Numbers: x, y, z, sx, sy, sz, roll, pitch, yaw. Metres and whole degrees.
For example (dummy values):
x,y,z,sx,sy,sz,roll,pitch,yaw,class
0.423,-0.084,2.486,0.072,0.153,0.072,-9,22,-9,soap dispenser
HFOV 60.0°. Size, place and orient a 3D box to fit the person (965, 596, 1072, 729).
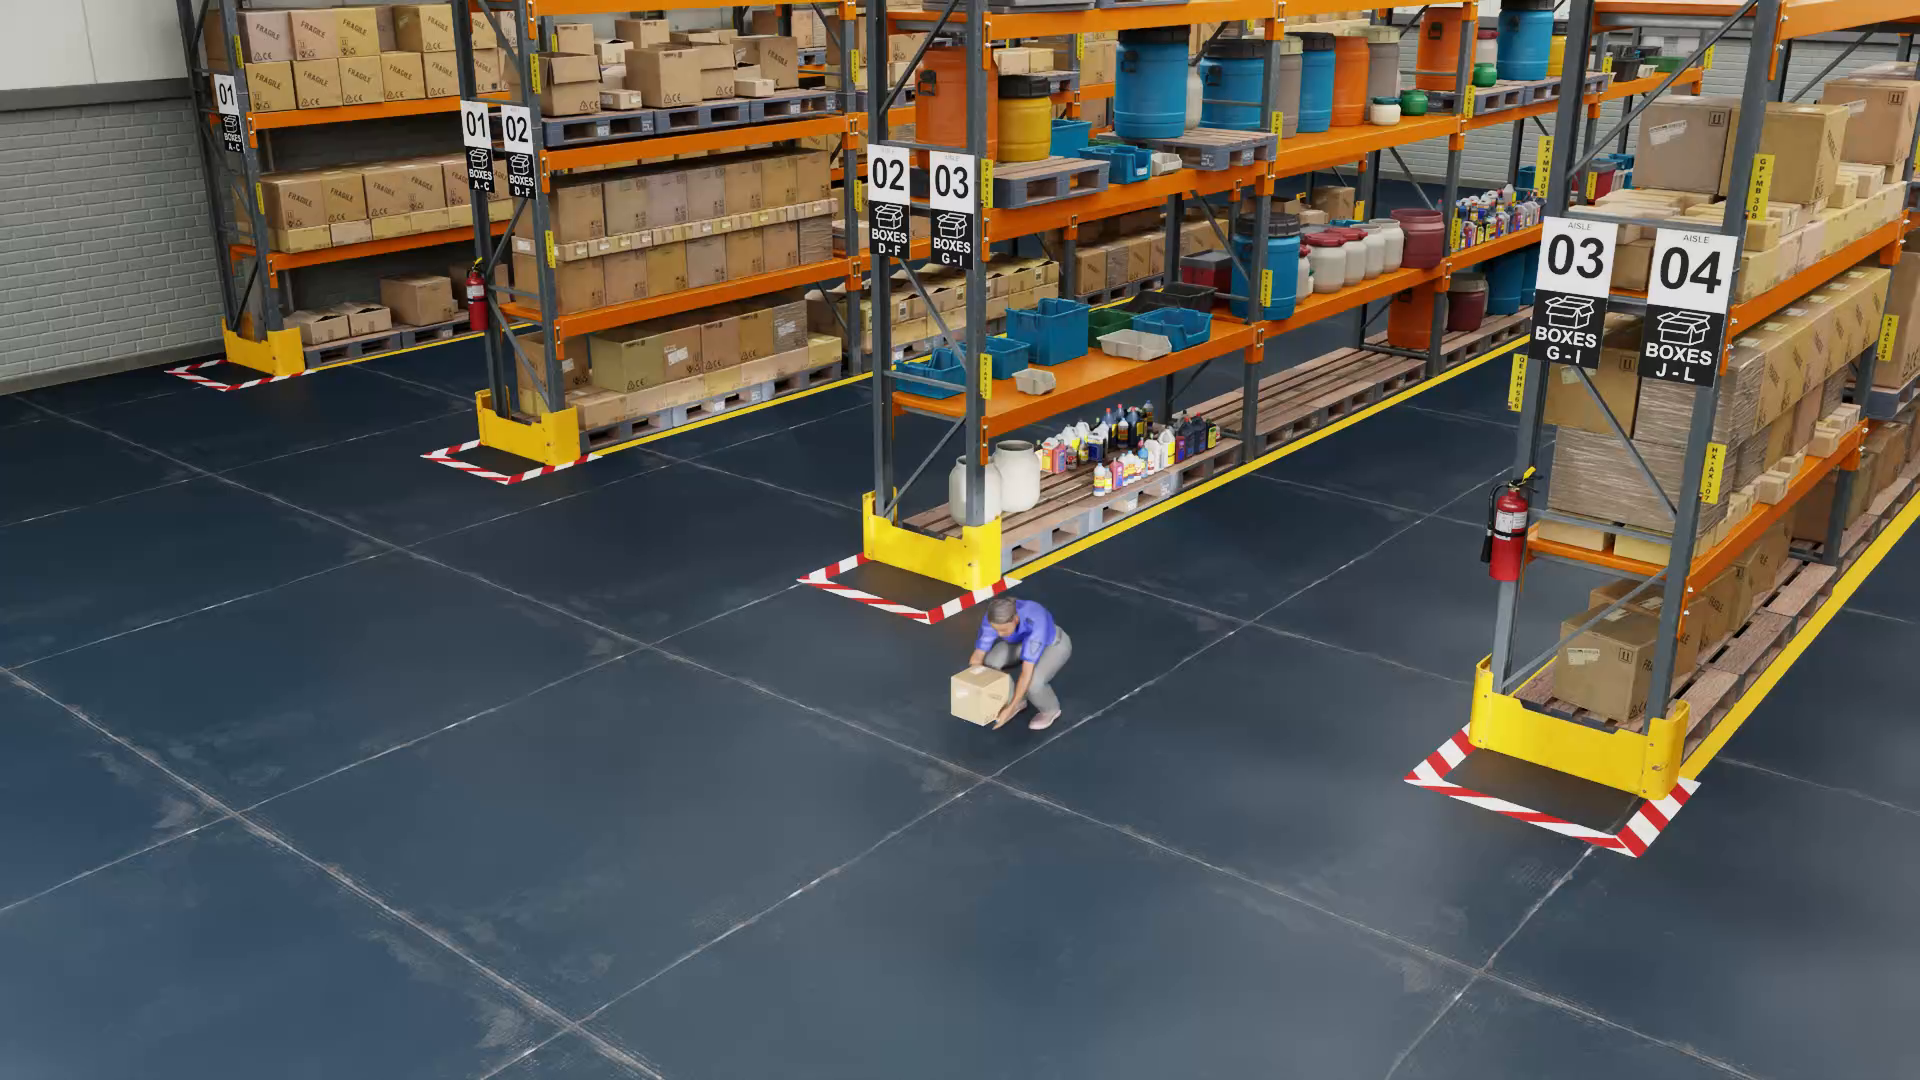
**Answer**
x,y,z,sx,sy,sz,roll,pitch,yaw,class
0.368,0.714,10.208,0.473,0.936,0.819,16,26,36,person
